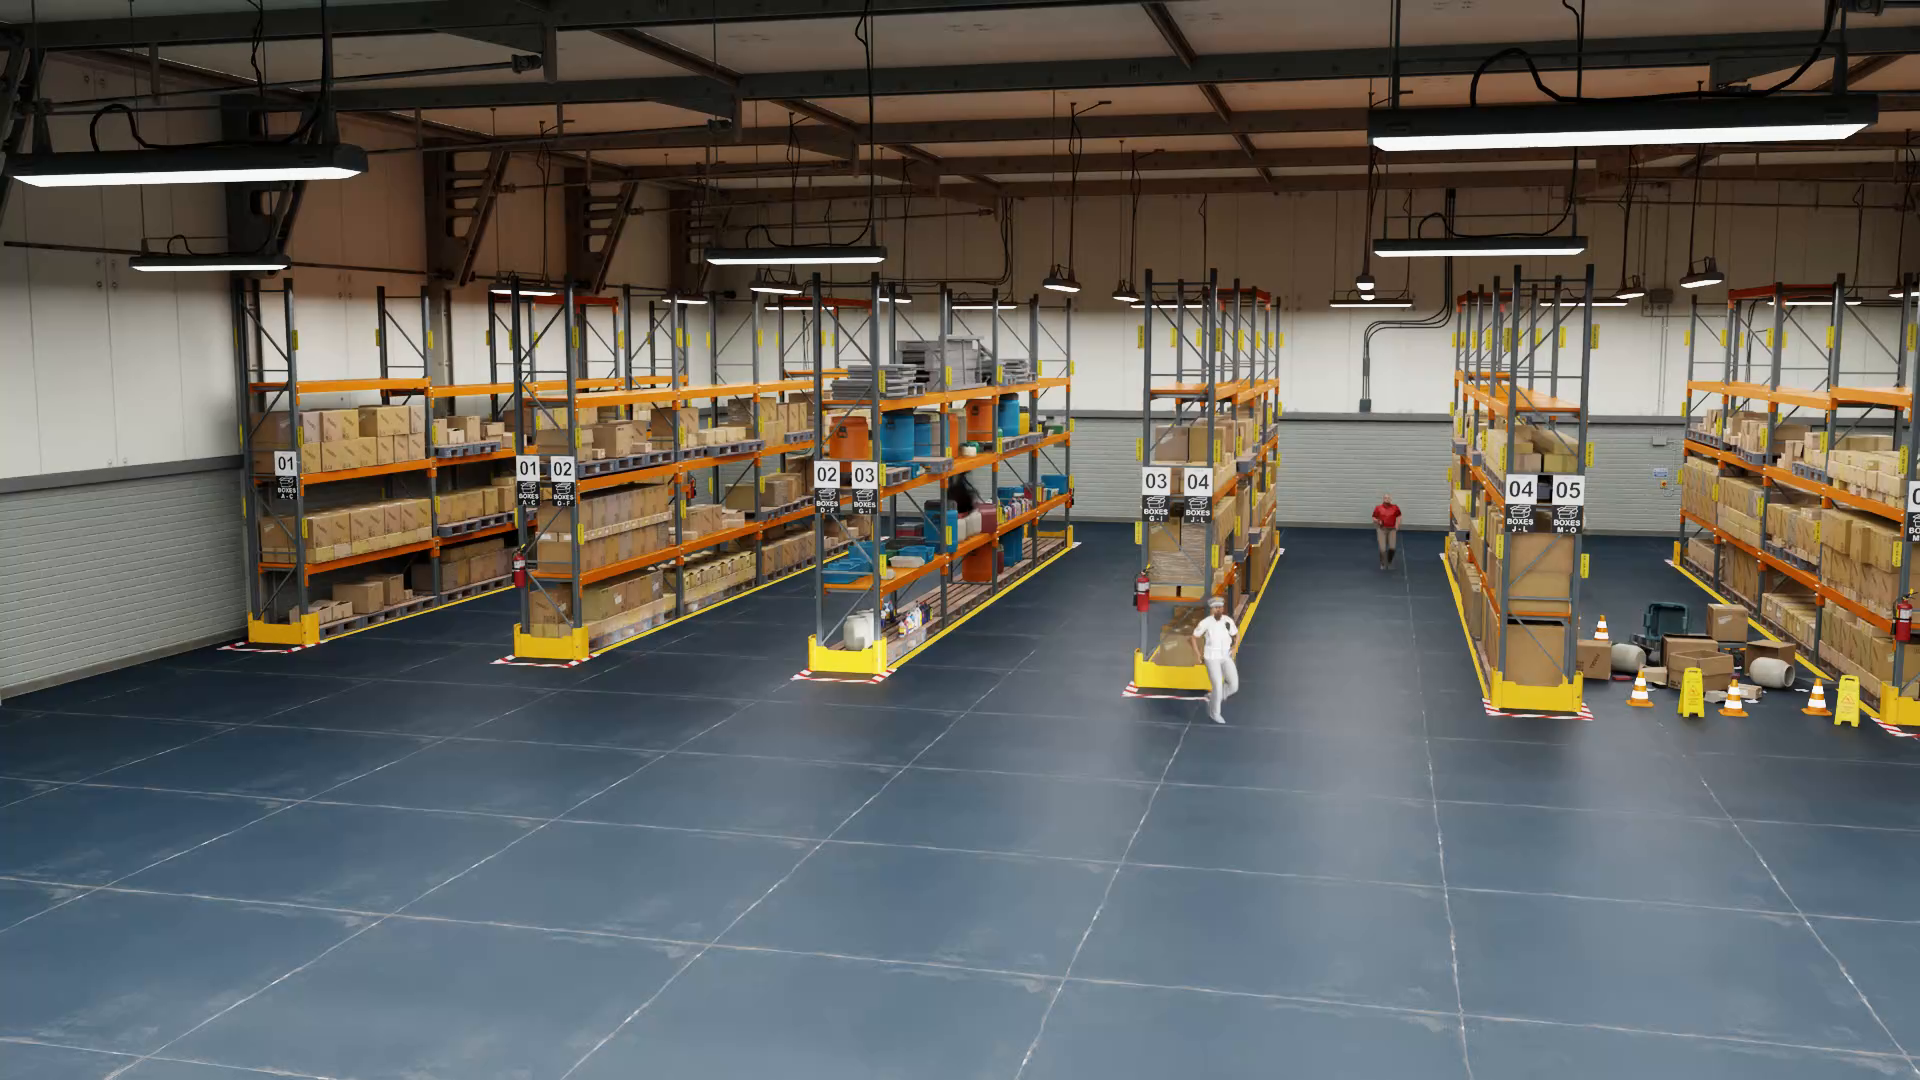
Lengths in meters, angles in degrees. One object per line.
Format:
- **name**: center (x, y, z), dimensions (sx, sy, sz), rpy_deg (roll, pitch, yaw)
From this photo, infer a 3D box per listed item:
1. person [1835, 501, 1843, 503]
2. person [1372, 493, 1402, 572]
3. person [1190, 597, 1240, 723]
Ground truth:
- **person**: center (17.642, 0.117, 33.487), dimensions (0.663, 1.822, 0.902), rpy_deg (1, 7, 10)
- **person**: center (9.247, -0.151, 35.999), dimensions (0.648, 1.708, 0.621), rpy_deg (1, 7, 11)
- **person**: center (3.404, 1.578, 21.911), dimensions (0.688, 1.681, 0.470), rpy_deg (-3, 7, -21)
